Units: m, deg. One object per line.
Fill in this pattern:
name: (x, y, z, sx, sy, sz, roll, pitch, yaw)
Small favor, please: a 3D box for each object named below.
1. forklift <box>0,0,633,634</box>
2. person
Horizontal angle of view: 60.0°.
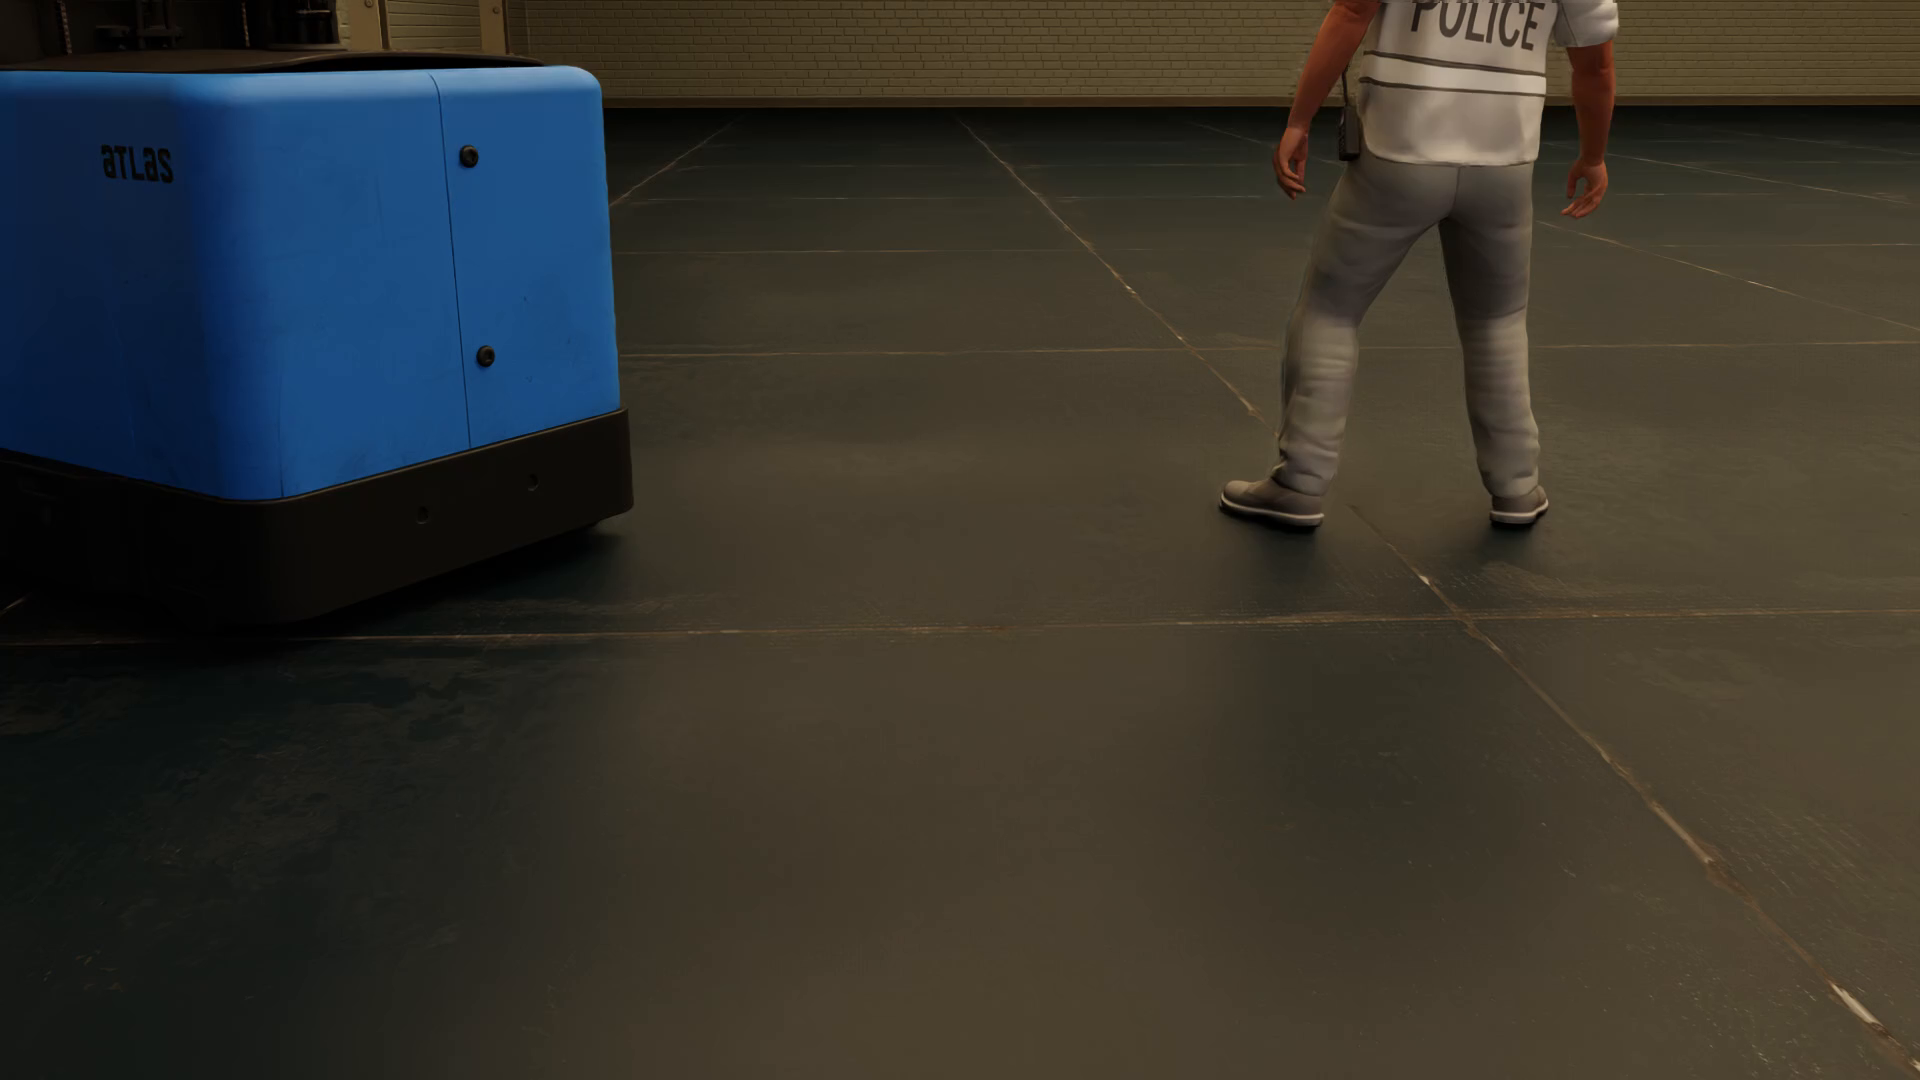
forklift: (-2.295, -1.524, 3.891, 3.031, 2.935, 1.130, 10, 20, 30)
person: (1.119, -0.878, 3.882, 0.917, 1.711, 0.427, -1, 17, -3)
